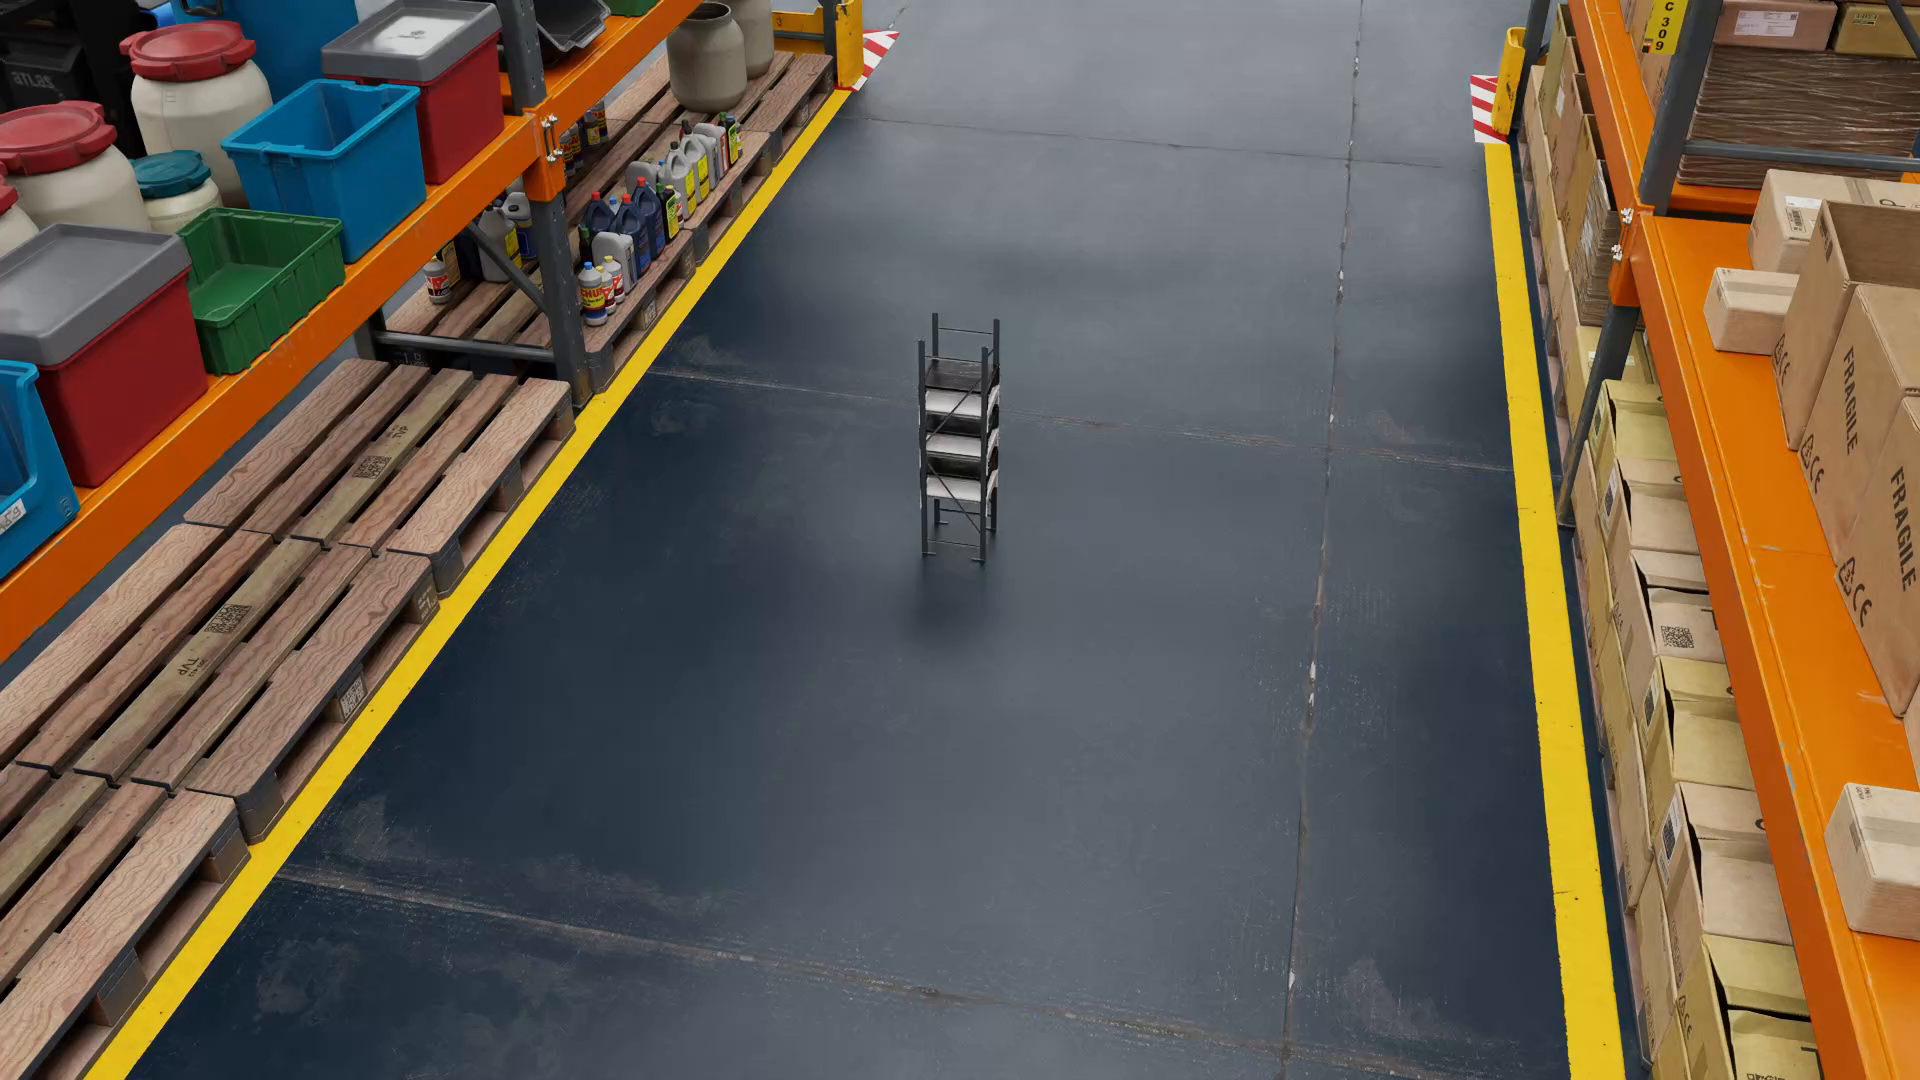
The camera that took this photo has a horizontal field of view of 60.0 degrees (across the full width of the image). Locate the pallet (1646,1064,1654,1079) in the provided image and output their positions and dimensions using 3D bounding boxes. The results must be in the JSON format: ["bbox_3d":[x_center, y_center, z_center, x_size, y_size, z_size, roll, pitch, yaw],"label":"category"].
[{"bbox_3d":[2.130,1.721,3.696,1.003,0.211,1.213,7,37,10],"label":"pallet"}]

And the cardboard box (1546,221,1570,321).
[{"bbox_3d":[2.865,-1.158,7.277,0.500,0.250,0.500,7,37,10],"label":"cardboard box"}]

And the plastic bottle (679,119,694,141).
[{"bbox_3d":[-1.362,-1.993,8.384,0.061,0.283,0.133,7,37,10],"label":"plastic bottle"}]

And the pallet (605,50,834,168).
[{"bbox_3d":[-1.363,-2.507,9.529,1.003,0.211,1.213,7,37,10],"label":"pallet"}]

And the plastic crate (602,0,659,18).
[{"bbox_3d":[-1.502,-2.515,7.344,0.450,0.188,0.662,7,37,10],"label":"plastic crate"}]

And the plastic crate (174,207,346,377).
[{"bbox_3d":[-2.164,-0.738,4.893,0.450,0.188,0.662,7,37,10],"label":"plastic crate"}]

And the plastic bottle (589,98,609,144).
[{"bbox_3d":[-1.905,-2.224,8.712,0.097,0.271,0.097,0,36,0],"label":"plastic bottle"}]

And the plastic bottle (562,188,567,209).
[{"bbox_3d":[-1.959,-1.716,8.001,0.061,0.283,0.133,7,37,10],"label":"plastic bottle"}]

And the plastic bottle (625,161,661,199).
[{"bbox_3d":[-1.509,-1.700,7.985,0.152,0.276,0.135,7,37,10],"label":"plastic bottle"}]

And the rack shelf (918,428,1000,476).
[{"bbox_3d":[-0.002,-0.333,5.999,0.258,0.077,0.200,7,37,10],"label":"rack shelf"}]

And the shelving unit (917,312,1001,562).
[{"bbox_3d":[-0.002,-0.360,5.980,0.258,0.900,0.210,7,37,10],"label":"shelving unit"}]

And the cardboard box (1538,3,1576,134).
[{"bbox_3d":[3.188,-2.322,8.243,0.500,0.500,0.500,7,37,10],"label":"cardboard box"}]

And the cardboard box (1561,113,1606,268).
[{"bbox_3d":[2.877,-1.460,7.055,0.500,0.500,0.500,7,37,10],"label":"cardboard box"}]

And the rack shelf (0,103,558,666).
[{"bbox_3d":[-2.495,-0.420,4.886,1.077,0.370,4.000,7,37,10],"label":"rack shelf"}]

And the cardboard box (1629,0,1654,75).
[{"bbox_3d":[3.076,-2.120,6.535,0.700,0.500,0.500,8,37,11],"label":"cardboard box"}]

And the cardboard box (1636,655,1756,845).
[{"bbox_3d":[2.112,0.569,4.416,0.500,0.311,0.500,8,37,11],"label":"cardboard box"}]

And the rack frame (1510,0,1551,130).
[{"bbox_3d":[3.625,-3.528,8.561,1.000,3.000,0.127,7,37,10],"label":"rack frame"}]

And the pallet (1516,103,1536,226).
[{"bbox_3d":[3.502,-1.955,8.767,1.003,0.211,1.213,7,37,10],"label":"pallet"}]

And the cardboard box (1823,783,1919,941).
[{"bbox_3d":[1.838,0.610,3.066,0.380,0.149,0.250,7,37,10],"label":"cardboard box"}]

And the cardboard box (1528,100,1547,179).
[{"bbox_3d":[3.190,-2.018,8.463,0.500,0.250,0.500,7,37,10],"label":"cardboard box"}]

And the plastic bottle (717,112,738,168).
[{"bbox_3d":[-1.185,-2.052,8.465,0.061,0.283,0.133,8,37,11],"label":"plastic bottle"}]

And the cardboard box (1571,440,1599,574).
[{"bbox_3d":[2.442,-0.091,5.805,0.500,0.250,0.500,6,36,9],"label":"cardboard box"}]

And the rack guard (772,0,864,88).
[{"bbox_3d":[-1.184,-3.089,10.086,1.175,0.500,0.348,7,37,10],"label":"rack guard"}]

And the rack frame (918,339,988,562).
[{"bbox_3d":[-0.023,-0.301,5.899,0.240,0.900,0.006,7,37,10],"label":"rack frame"}]

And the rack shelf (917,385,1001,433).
[{"bbox_3d":[-0.002,-0.478,5.893,0.258,0.077,0.200,7,37,10],"label":"rack shelf"}]

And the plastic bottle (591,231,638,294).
[{"bbox_3d":[-1.529,-1.249,7.364,0.152,0.276,0.135,9,37,12],"label":"plastic bottle"}]

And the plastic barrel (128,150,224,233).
[{"bbox_3d":[-2.501,-1.062,5.277,0.301,0.262,0.301,0,36,0],"label":"plastic barrel"}]

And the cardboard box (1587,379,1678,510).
[{"bbox_3d":[2.439,-0.313,5.633,0.500,0.311,0.500,7,37,10],"label":"cardboard box"}]

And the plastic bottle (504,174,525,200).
[{"bbox_3d":[-2.102,-1.664,7.872,0.144,0.351,0.185,7,37,10],"label":"plastic bottle"}]

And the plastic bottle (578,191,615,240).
[{"bbox_3d":[-1.631,-1.392,7.497,0.144,0.351,0.185,7,37,10],"label":"plastic bottle"}]

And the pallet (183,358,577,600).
[{"bbox_3d":[-2.198,-0.273,6.447,1.003,0.211,1.213,7,37,10],"label":"pallet"}]

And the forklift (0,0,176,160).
[{"bbox_3d":[-4.495,-2.509,7.214,1.130,2.935,3.031,11,37,14],"label":"forklift"}]

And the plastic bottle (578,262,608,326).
[{"bbox_3d":[-1.572,-1.059,7.105,0.097,0.271,0.097,0,36,0],"label":"plastic bottle"}]

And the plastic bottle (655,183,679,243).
[{"bbox_3d":[-1.374,-1.544,7.764,0.061,0.283,0.133,9,37,12],"label":"plastic bottle"}]

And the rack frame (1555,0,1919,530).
[{"bbox_3d":[2.770,-1.234,5.397,1.000,3.000,0.127,7,37,10],"label":"rack frame"}]

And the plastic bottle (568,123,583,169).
[{"bbox_3d":[-1.979,-2.027,8.441,0.097,0.271,0.097,0,36,0],"label":"plastic bottle"}]

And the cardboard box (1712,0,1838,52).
[{"bbox_3d":[2.619,-1.720,5.430,0.380,0.149,0.250,7,37,10],"label":"cardboard box"}]

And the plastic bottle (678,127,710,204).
[{"bbox_3d":[-1.319,-1.832,8.105,0.144,0.351,0.185,9,37,12],"label":"plastic bottle"}]

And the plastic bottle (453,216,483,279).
[{"bbox_3d":[-2.212,-1.368,7.464,0.144,0.351,0.185,6,36,9],"label":"plastic bottle"}]

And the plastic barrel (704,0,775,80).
[{"bbox_3d":[-1.280,-2.927,9.494,0.421,0.512,0.421,0,36,0],"label":"plastic barrel"}]

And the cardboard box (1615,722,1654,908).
[{"bbox_3d":[2.114,0.791,4.588,0.500,0.250,0.500,8,37,11],"label":"cardboard box"}]

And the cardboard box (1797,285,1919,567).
[{"bbox_3d":[2.371,-0.248,3.950,0.500,0.500,0.500,7,37,10],"label":"cardboard box"}]
